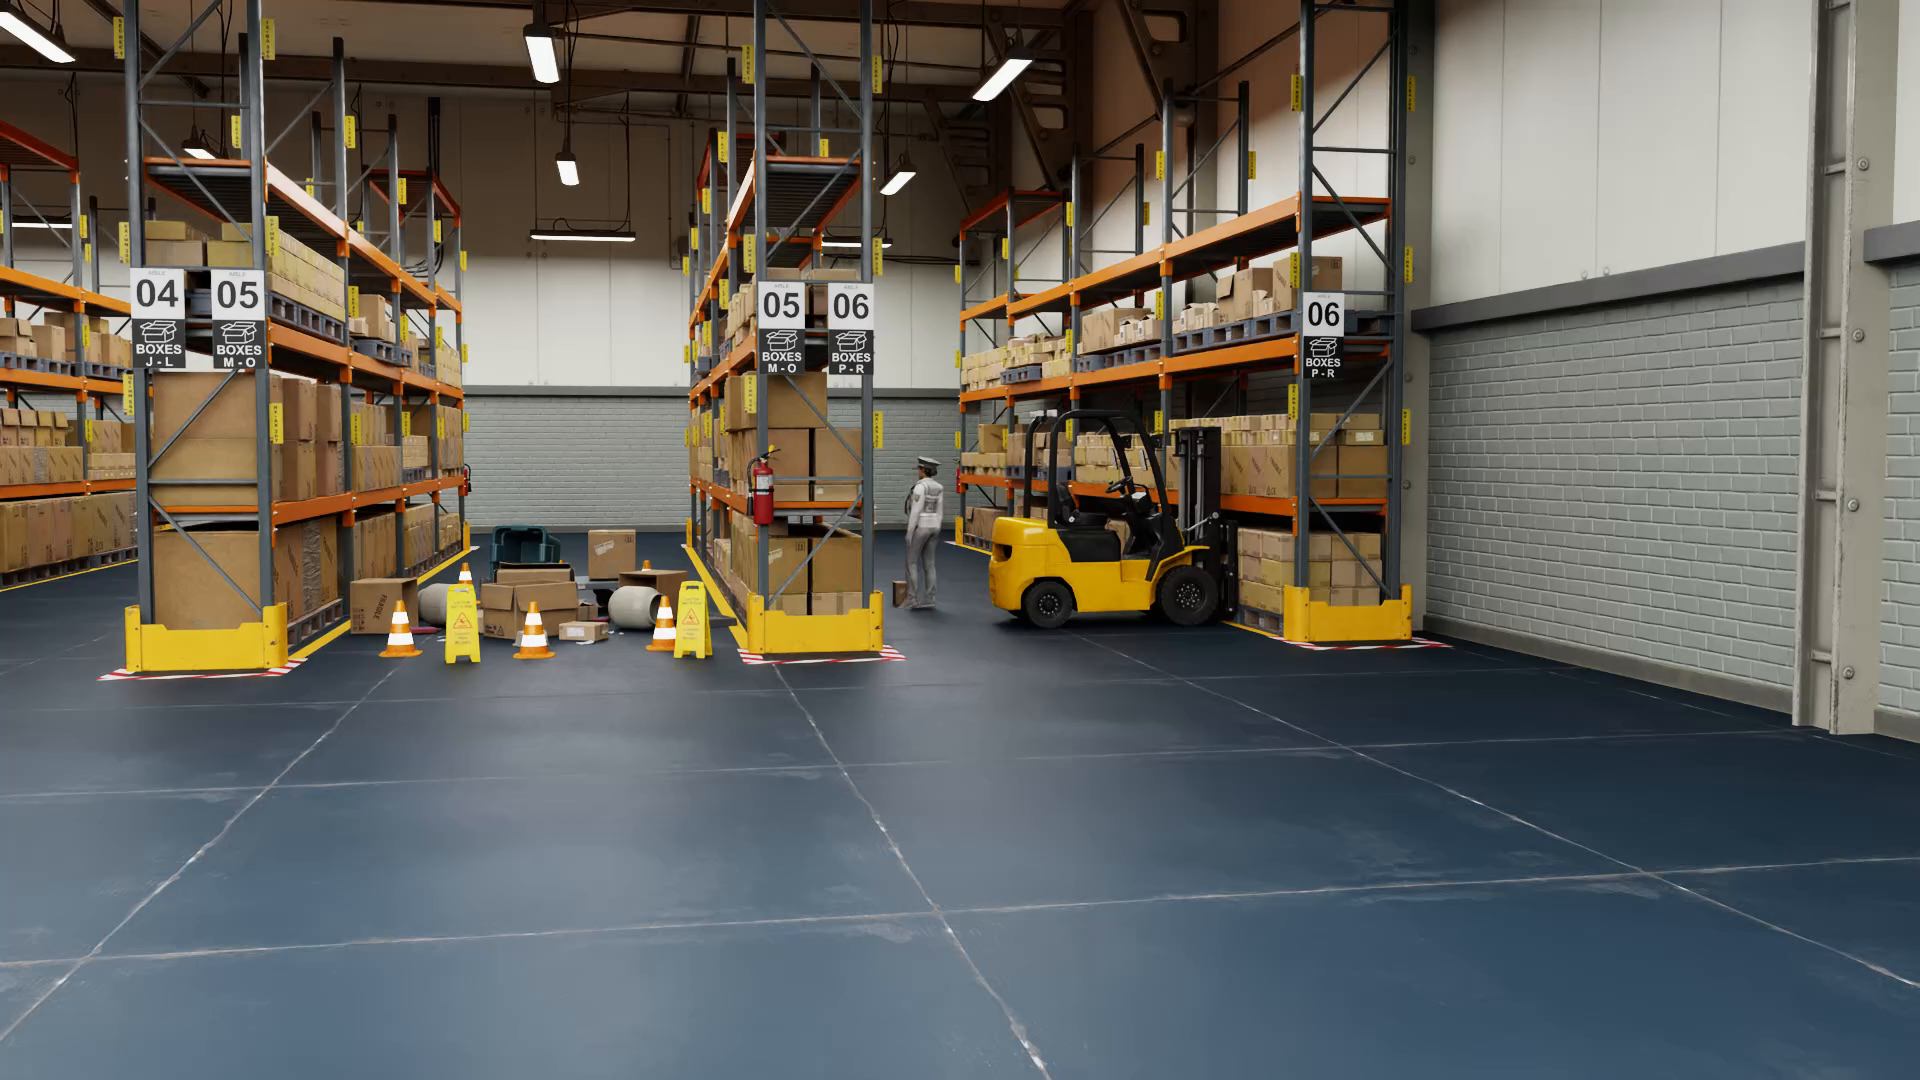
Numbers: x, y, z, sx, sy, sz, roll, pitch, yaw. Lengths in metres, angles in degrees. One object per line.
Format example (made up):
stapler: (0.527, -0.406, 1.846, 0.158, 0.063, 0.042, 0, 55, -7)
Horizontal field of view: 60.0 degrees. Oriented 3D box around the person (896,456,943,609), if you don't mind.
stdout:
person: (-0.435, -0.059, 18.444, 0.402, 1.737, 0.539, 2, 4, 36)
